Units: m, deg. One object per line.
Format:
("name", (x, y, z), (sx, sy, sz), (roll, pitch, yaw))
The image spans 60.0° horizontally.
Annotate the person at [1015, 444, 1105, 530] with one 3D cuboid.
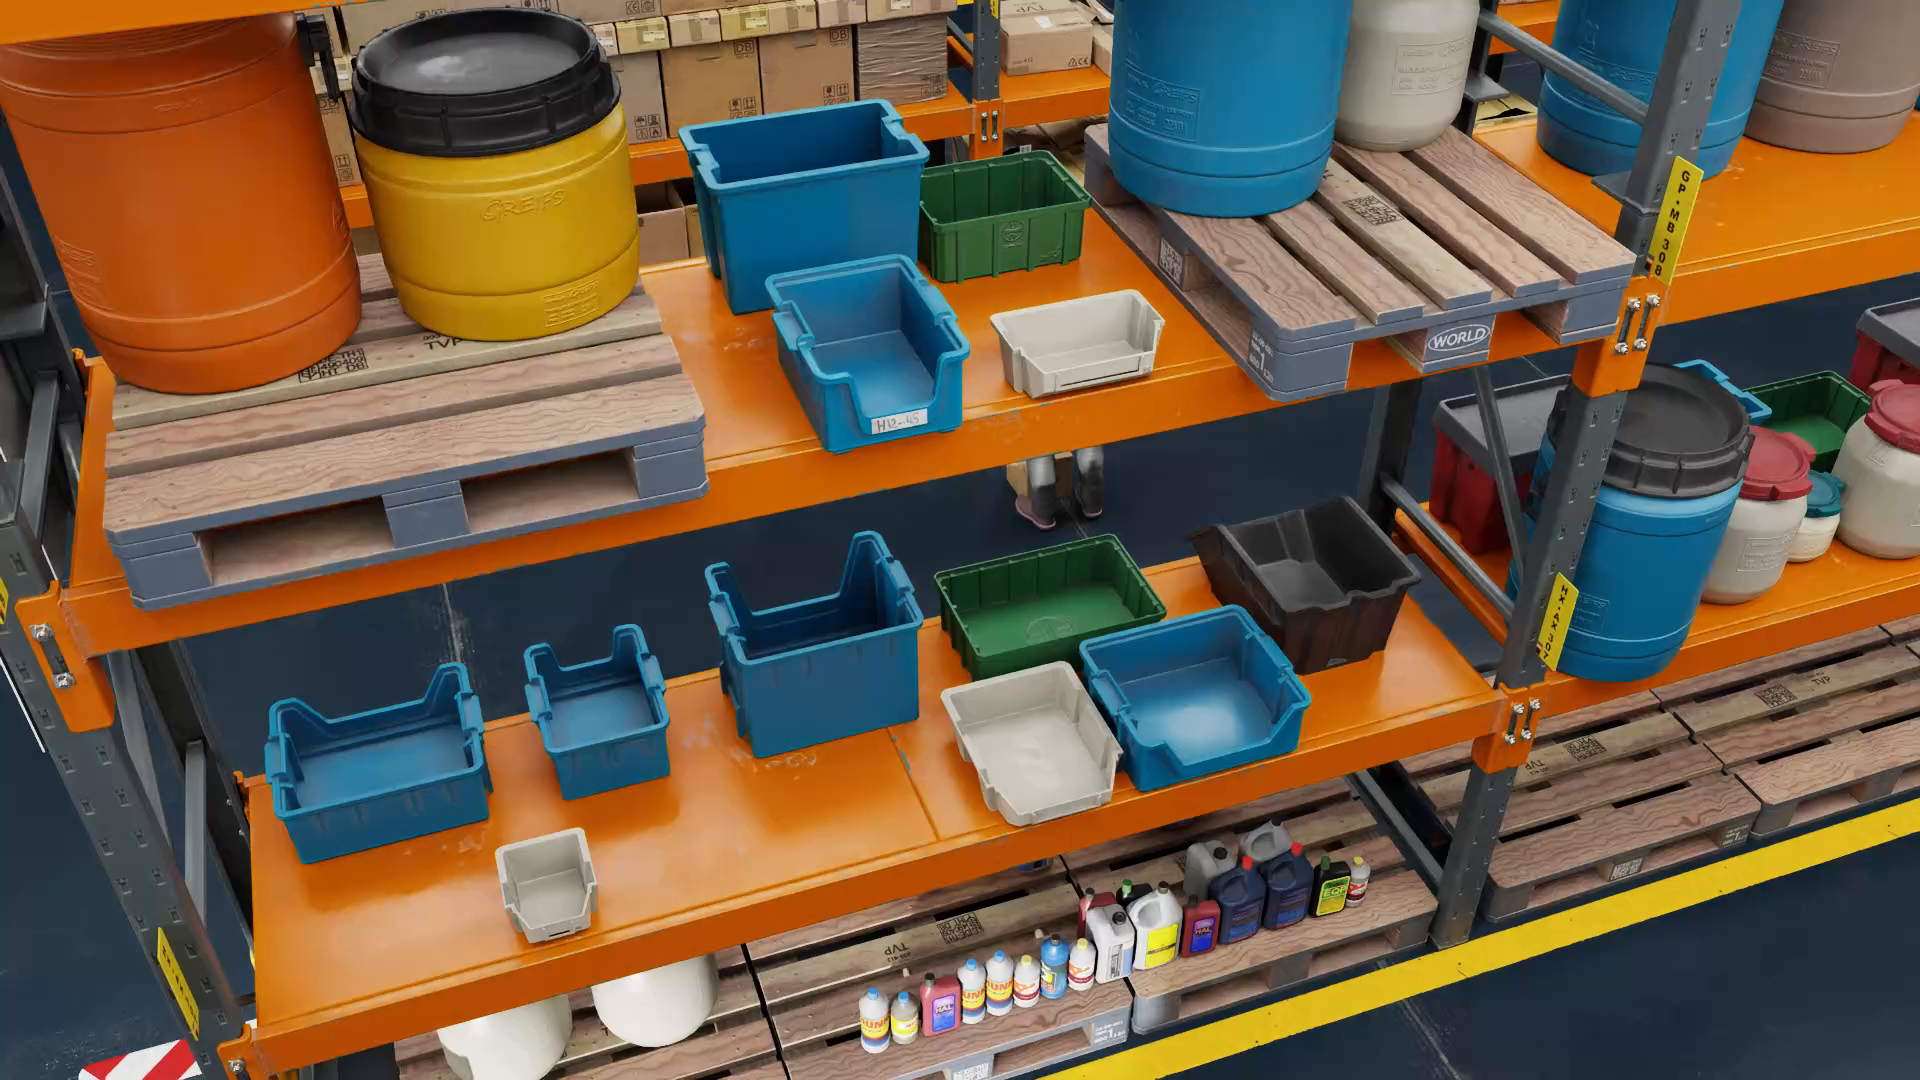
("person", (0.491, -0.785, 7.794), (0.523, 1.653, 0.348), (-15, 40, -18))
